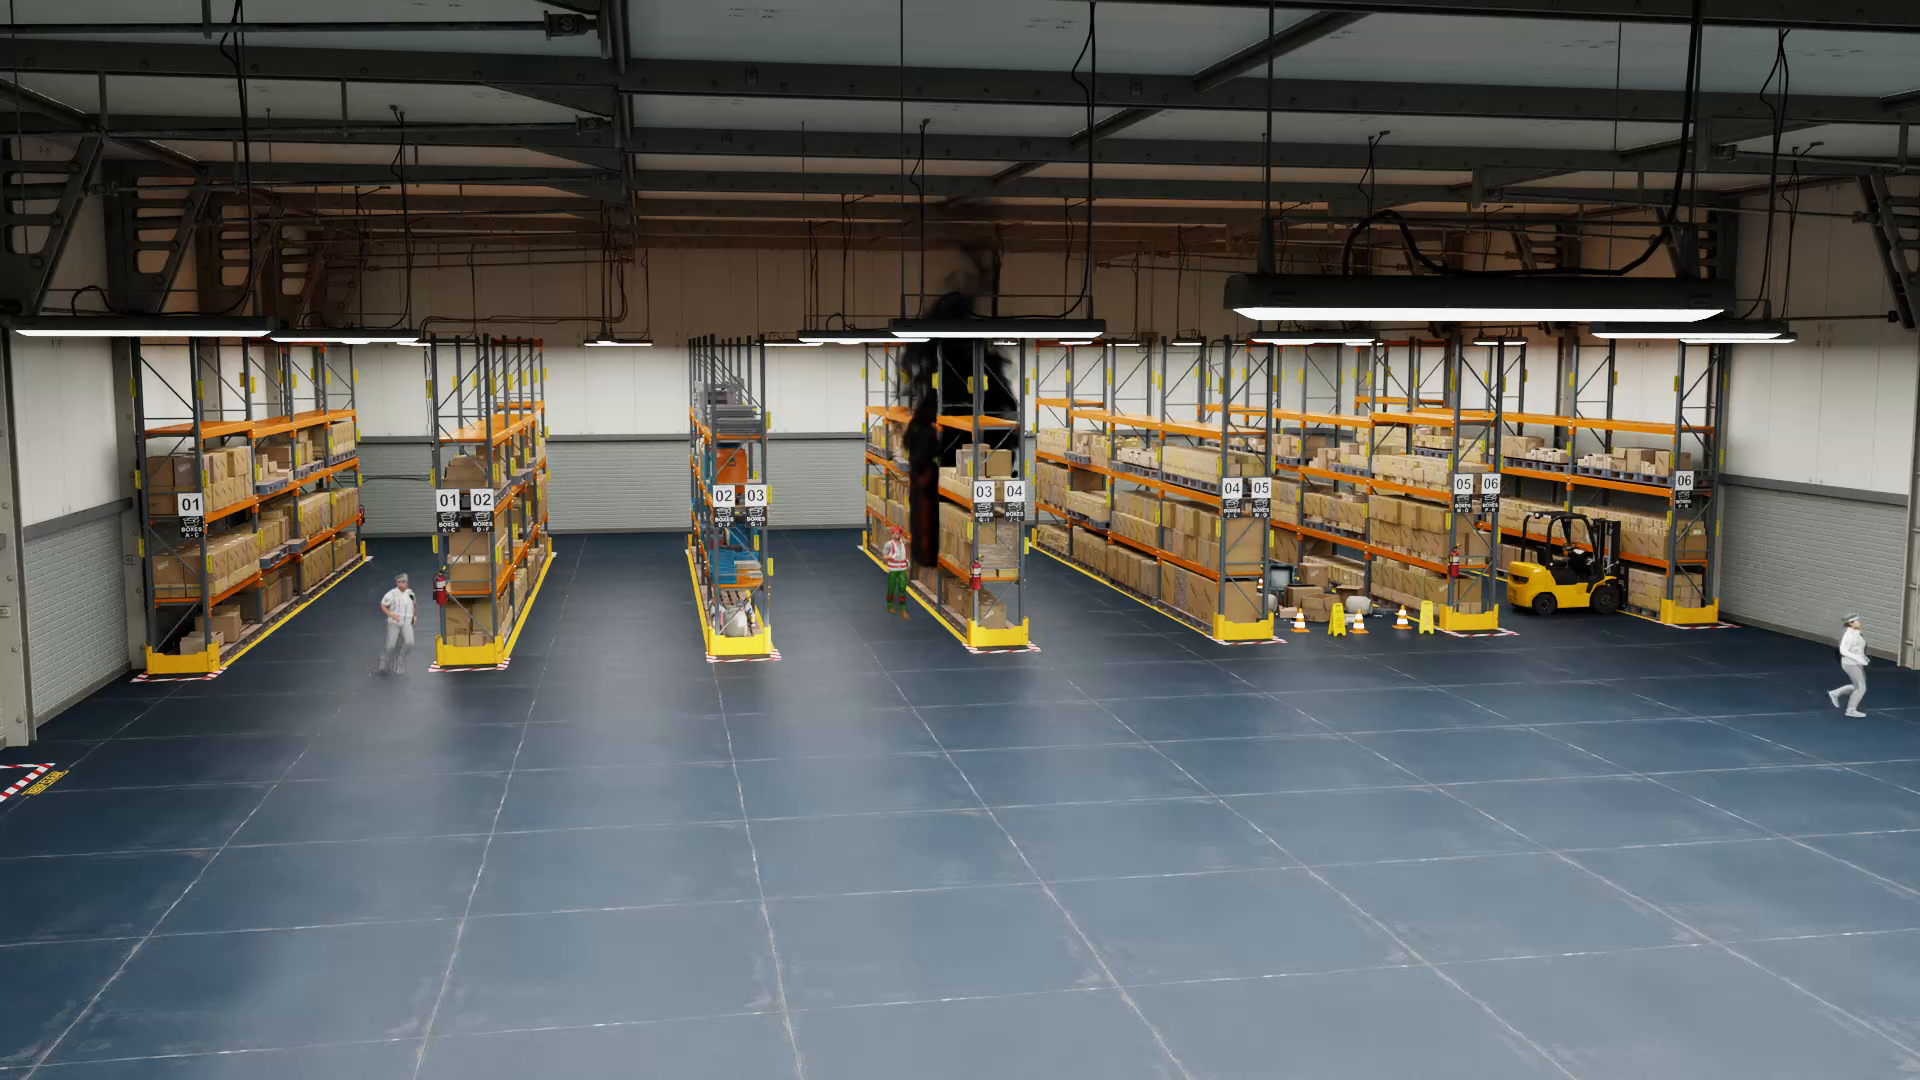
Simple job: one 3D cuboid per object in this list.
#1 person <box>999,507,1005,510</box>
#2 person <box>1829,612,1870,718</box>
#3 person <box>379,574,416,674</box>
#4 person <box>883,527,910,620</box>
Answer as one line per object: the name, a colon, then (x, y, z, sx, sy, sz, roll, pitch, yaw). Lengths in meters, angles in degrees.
person: (1.162, -0.548, 47.096, 0.701, 1.777, 0.943, -1, 7, -7)
person: (13.908, 1.933, 25.973, 0.560, 1.647, 0.614, 5, 8, 38)
person: (-9.957, 1.492, 29.593, 0.733, 1.793, 0.677, -6, 9, -42)
person: (-1.278, 0.658, 33.865, 0.632, 1.864, 0.732, -3, 7, -24)
